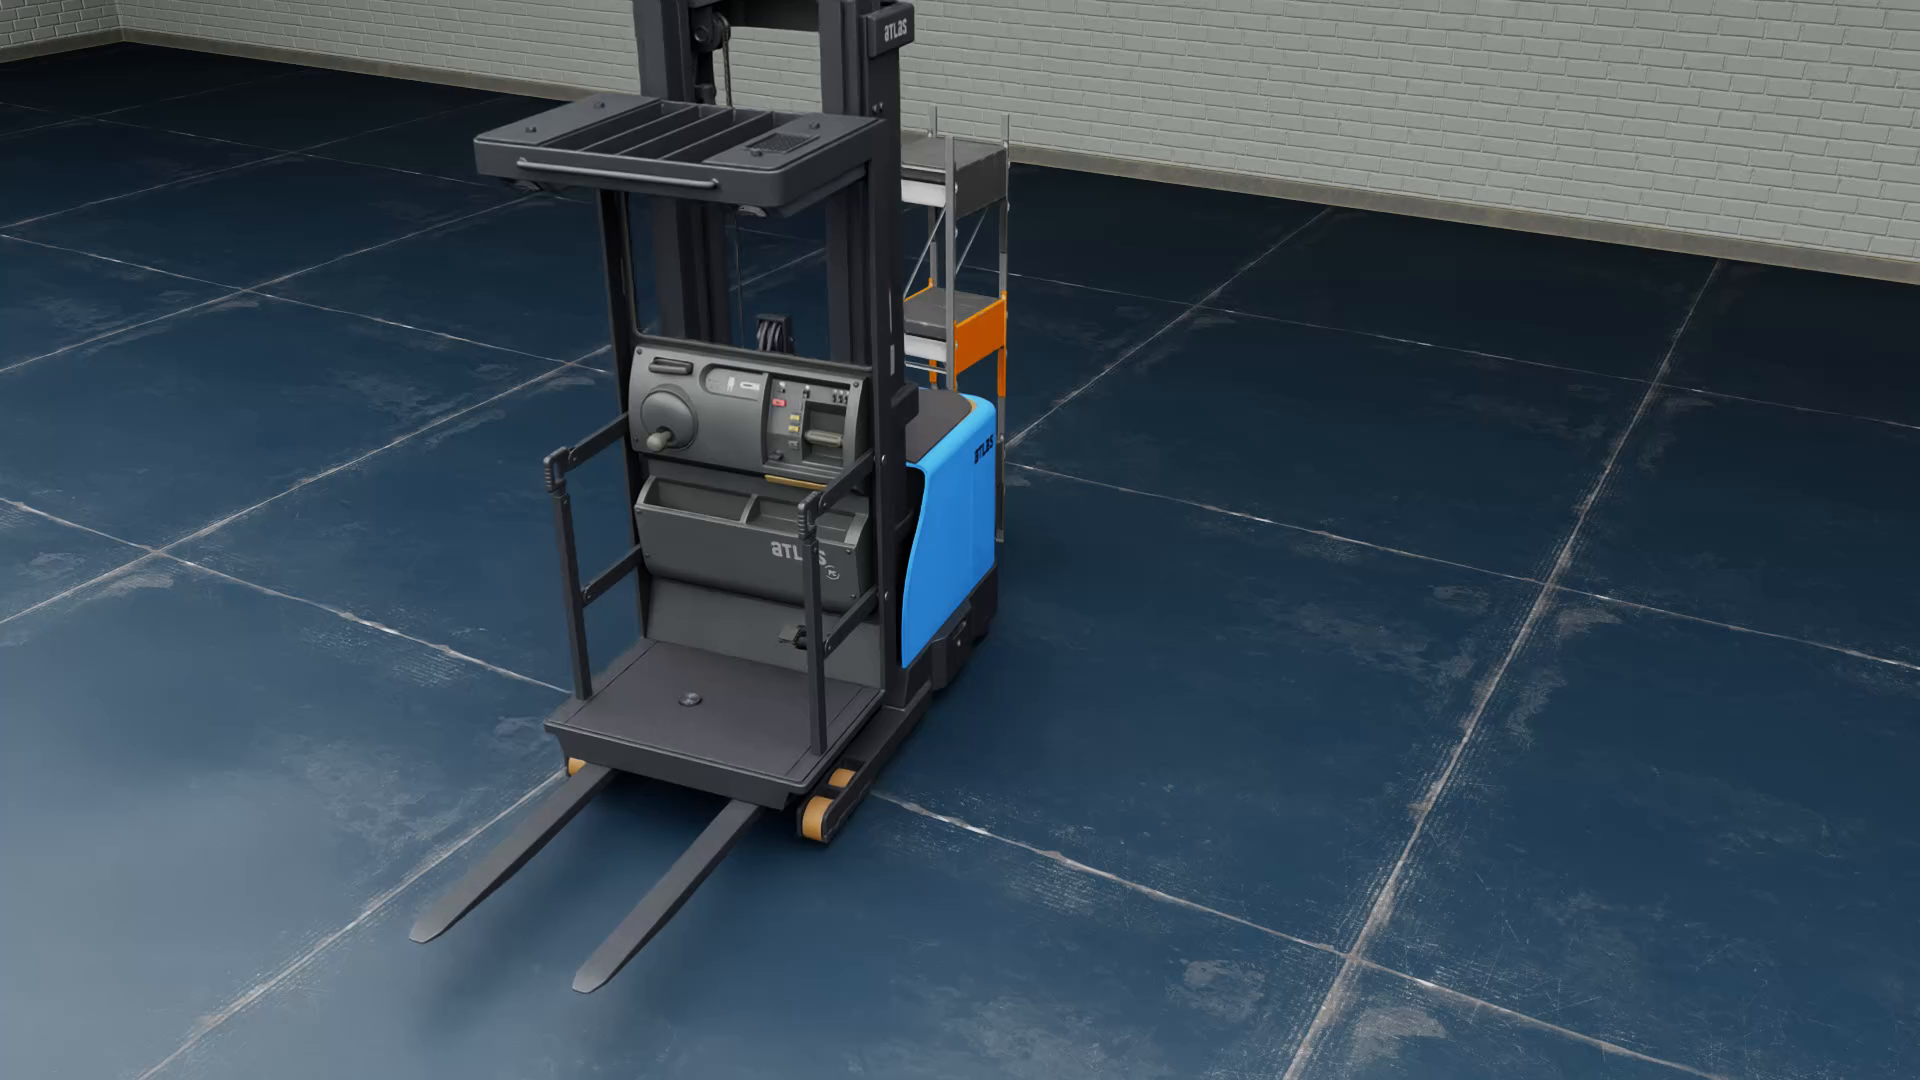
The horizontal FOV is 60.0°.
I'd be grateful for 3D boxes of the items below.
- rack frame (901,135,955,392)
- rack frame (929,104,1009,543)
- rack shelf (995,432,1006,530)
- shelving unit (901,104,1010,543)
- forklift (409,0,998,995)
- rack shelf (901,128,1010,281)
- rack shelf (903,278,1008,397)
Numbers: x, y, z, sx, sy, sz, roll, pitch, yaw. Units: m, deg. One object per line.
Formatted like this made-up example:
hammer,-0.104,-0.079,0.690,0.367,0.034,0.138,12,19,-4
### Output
rack frame,-0.201,-0.779,7.461,0.400,2.100,0.015,14,30,26
rack frame,0.039,-0.970,7.841,0.400,2.100,0.015,14,30,26
rack shelf,-0.081,-0.236,7.971,0.431,0.518,0.480,14,30,26
shelving unit,-0.081,-0.874,7.651,0.431,2.100,0.503,14,30,26
forklift,-0.859,-0.426,5.826,1.130,2.935,3.031,10,28,20
rack shelf,-0.081,-1.488,7.344,0.431,0.518,0.480,14,30,26
rack shelf,-0.081,-0.862,7.657,0.431,0.518,0.480,14,30,26
